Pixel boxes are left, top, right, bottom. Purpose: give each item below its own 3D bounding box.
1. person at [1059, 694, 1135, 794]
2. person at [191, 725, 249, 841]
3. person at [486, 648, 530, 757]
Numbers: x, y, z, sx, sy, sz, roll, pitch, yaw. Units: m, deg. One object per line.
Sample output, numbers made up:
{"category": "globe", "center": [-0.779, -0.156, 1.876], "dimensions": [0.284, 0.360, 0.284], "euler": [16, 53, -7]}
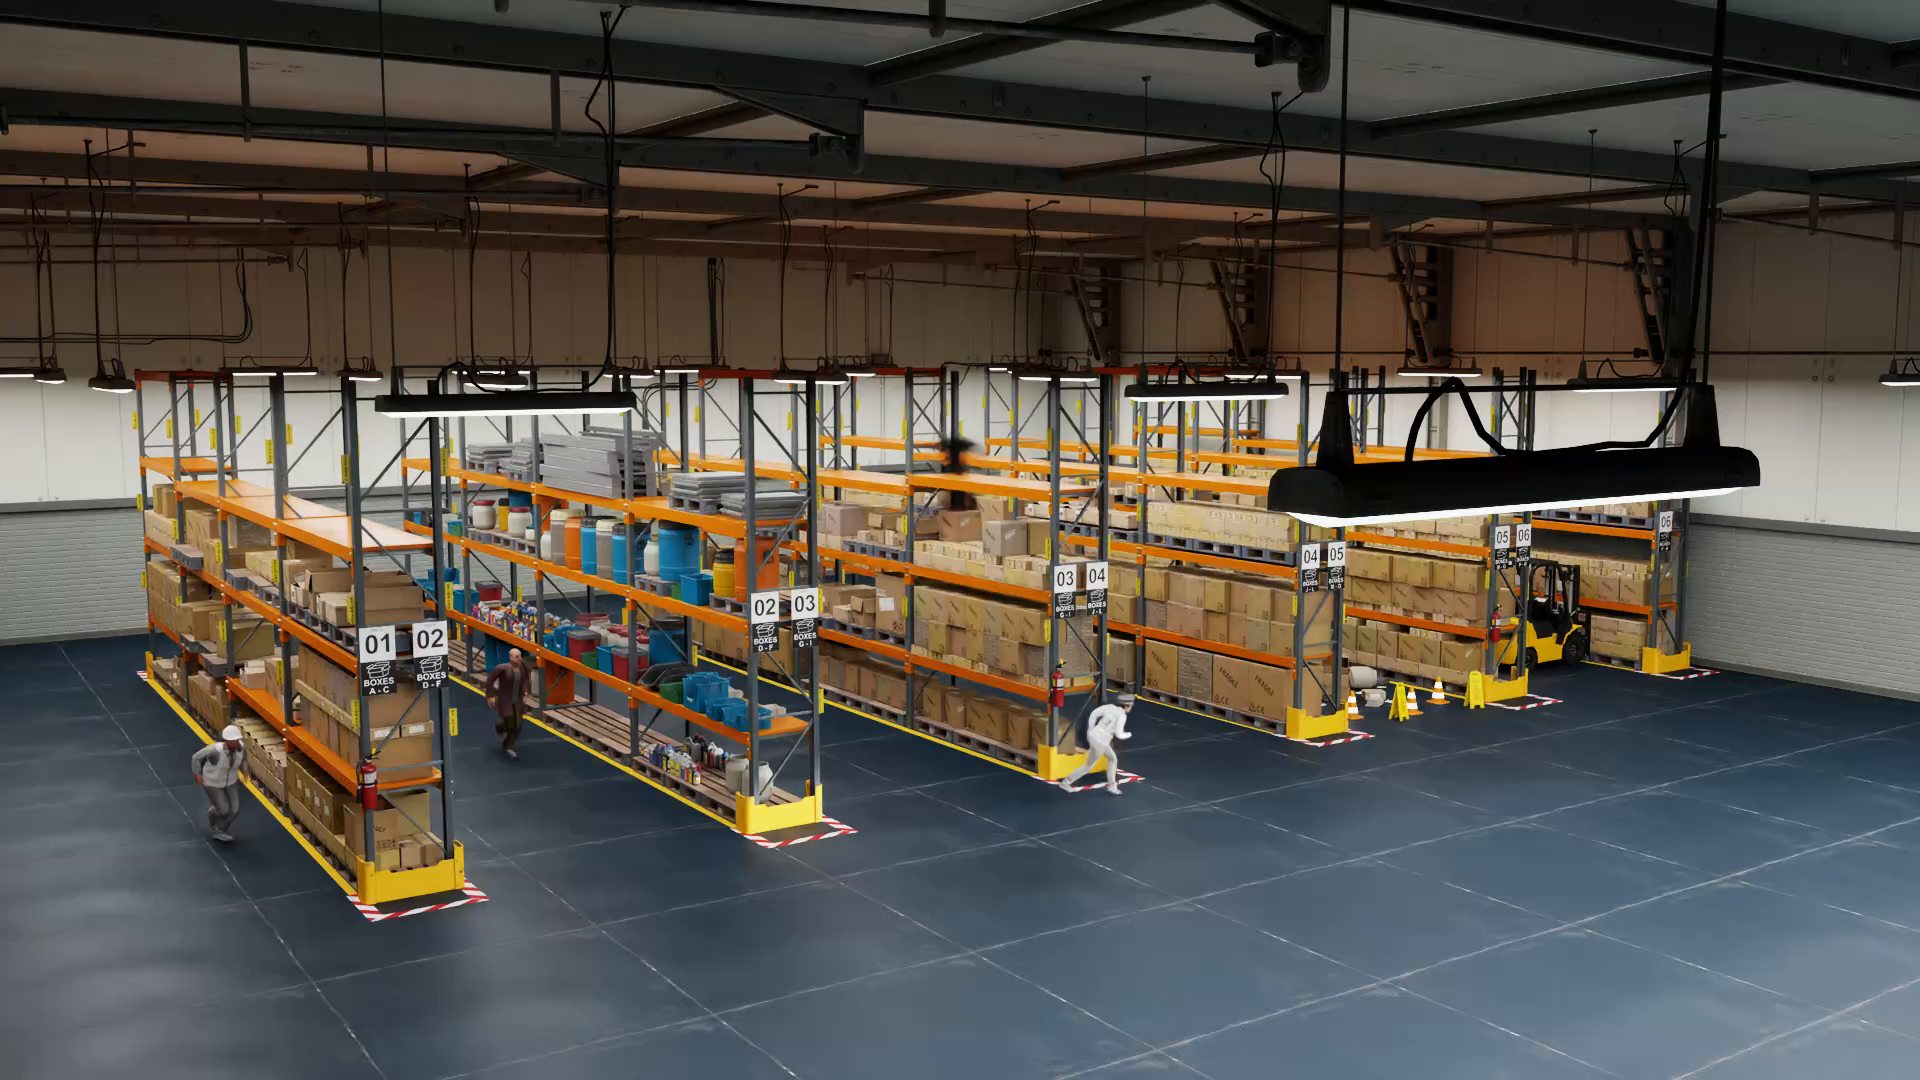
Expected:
{"category": "person", "center": [1.960, 2.955, 23.720], "dimensions": [1.092, 1.471, 0.593], "euler": [-2, 7, -16]}
{"category": "person", "center": [-9.503, 3.139, 21.393], "dimensions": [0.849, 1.591, 0.686], "euler": [6, 8, 40]}
{"category": "person", "center": [-7.118, 2.535, 26.192], "dimensions": [0.705, 1.712, 0.719], "euler": [6, 9, 41]}
